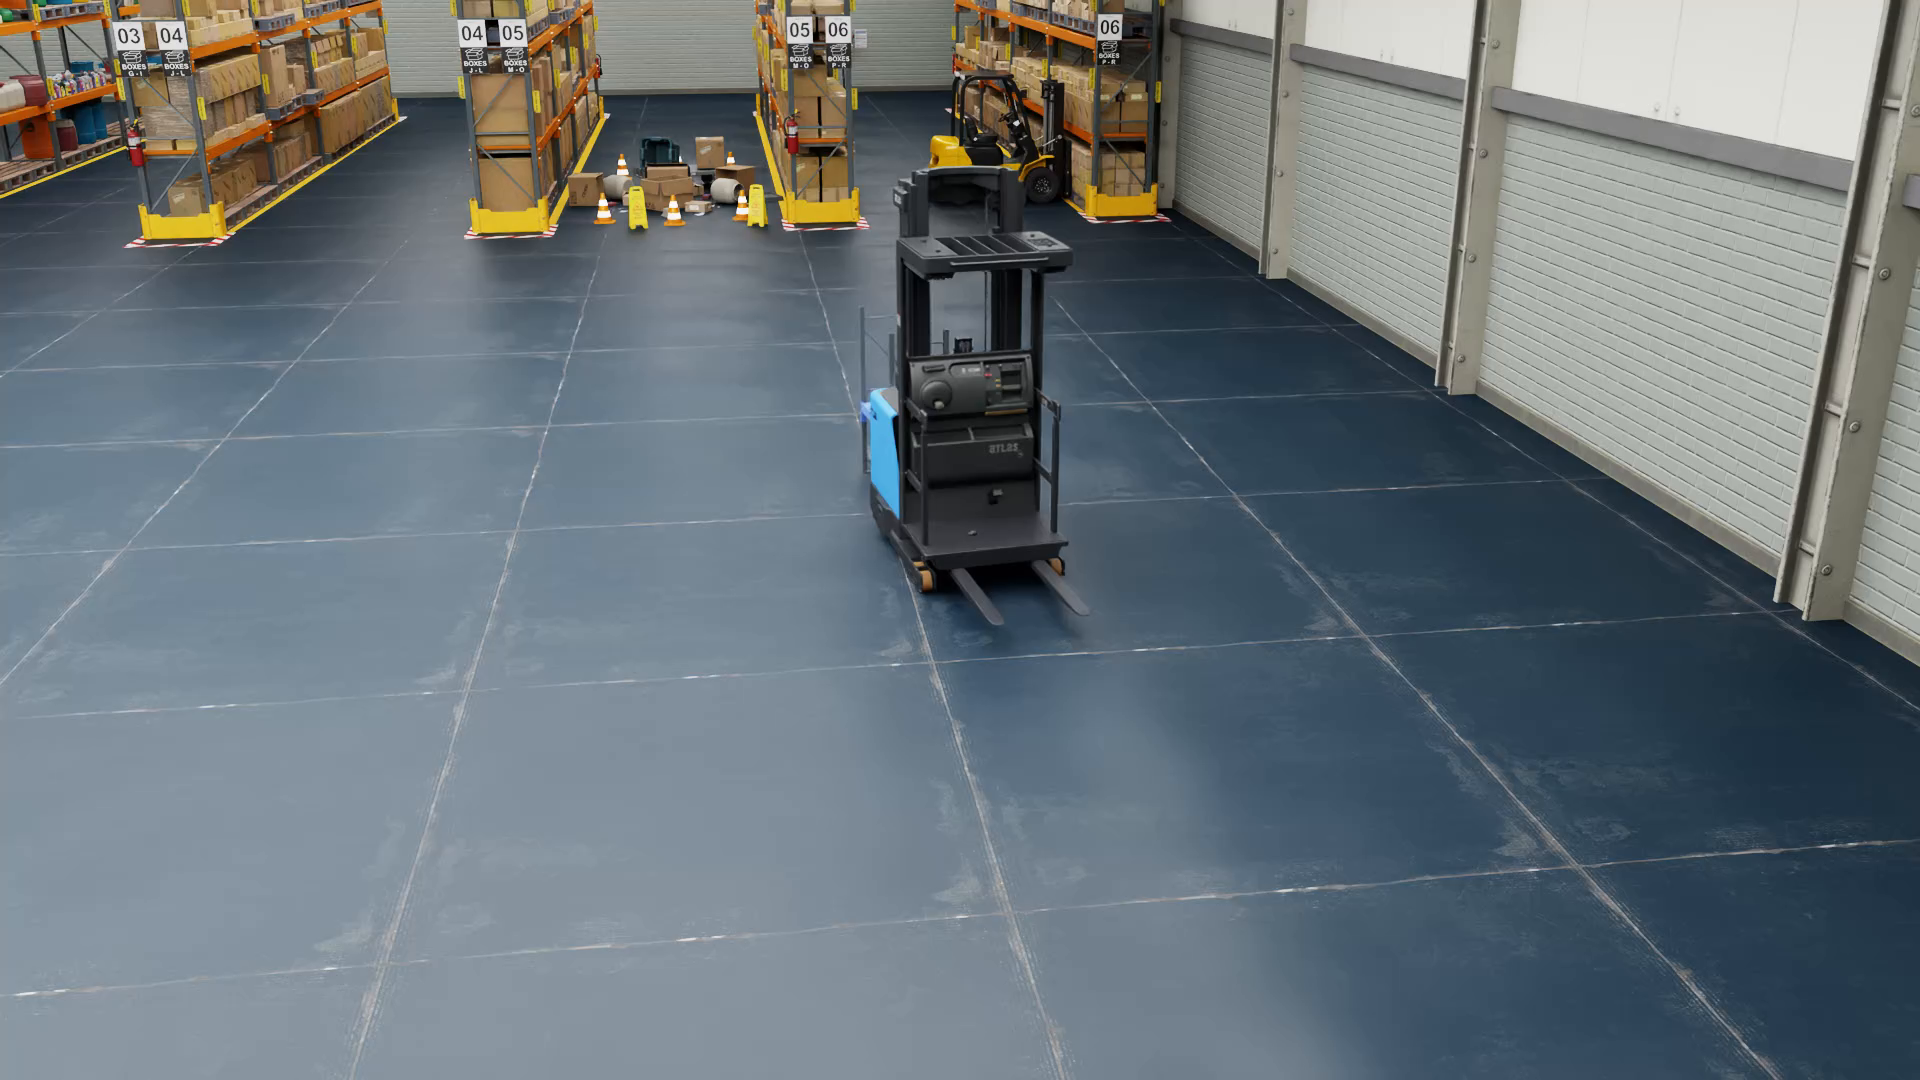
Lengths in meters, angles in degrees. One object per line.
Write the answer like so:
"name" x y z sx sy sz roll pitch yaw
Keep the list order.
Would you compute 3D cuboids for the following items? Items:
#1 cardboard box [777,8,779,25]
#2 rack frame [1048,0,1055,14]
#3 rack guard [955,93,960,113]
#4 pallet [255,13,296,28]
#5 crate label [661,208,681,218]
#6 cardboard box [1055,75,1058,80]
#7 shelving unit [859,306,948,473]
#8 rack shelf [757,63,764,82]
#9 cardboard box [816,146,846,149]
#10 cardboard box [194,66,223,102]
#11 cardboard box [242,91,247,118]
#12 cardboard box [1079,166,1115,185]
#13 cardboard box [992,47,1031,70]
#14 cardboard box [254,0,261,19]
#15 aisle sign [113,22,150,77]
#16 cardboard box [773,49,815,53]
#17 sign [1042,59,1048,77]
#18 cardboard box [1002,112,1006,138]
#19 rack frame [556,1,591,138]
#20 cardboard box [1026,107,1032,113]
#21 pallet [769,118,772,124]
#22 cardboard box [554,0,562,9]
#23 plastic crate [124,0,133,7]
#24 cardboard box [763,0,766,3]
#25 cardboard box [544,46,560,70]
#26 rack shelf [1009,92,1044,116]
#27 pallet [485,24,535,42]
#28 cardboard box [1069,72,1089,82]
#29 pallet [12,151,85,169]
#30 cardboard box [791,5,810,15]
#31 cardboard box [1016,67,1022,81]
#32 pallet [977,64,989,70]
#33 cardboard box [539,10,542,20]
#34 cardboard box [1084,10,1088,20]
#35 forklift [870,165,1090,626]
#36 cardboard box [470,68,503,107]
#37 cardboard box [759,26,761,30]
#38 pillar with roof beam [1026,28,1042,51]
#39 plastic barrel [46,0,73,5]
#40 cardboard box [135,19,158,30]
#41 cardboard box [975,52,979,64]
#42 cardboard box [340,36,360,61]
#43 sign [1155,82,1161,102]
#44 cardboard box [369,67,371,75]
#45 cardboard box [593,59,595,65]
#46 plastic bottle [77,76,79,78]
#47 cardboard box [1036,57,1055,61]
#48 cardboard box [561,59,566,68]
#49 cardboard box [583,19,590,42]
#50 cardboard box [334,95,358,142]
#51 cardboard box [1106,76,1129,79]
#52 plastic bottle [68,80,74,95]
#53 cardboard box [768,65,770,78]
"cardboard box" -2.867 -8.946 28.383 0.500 0.250 0.500 -3 21 -7
"rack frame" 2.109 -11.052 29.945 1.000 3.000 0.127 -3 21 -8
"rack guard" 0.390 -11.199 42.486 1.175 0.500 0.348 -3 21 -8
"pallet" -12.745 -9.385 30.039 1.213 0.211 1.003 -3 21 -8
"crate label" -4.789 -5.443 27.594 0.250 0.136 0.298 -15 25 -35
"cardboard box" 1.933 -8.379 30.293 0.380 0.149 0.250 -2 21 -6
"shelving unit" -0.484 -1.158 14.172 0.538 1.500 1.048 -6 21 -16
"rack shelf" -4.244 -11.115 39.717 1.077 0.370 4.000 -3 21 -8
"cardboard box" -2.217 -6.521 28.647 0.500 0.500 0.500 -3 21 -7
"cardboard box" -11.907 -7.137 26.042 0.500 0.500 0.500 -3 21 -8
"cardboard box" -12.568 -7.342 28.020 0.875 0.500 0.500 -3 21 -8
"cardboard box" 2.306 -6.152 28.016 0.500 0.250 0.500 -3 21 -8
"cardboard box" 1.114 -10.427 36.100 0.797 0.503 0.637 -3 21 -9
"cardboard box" -12.579 -9.308 28.816 0.797 0.503 0.637 -4 21 -10
"aisle sign" -12.321 -7.286 24.722 0.394 0.787 0.004 -3 21 -8
"cardboard box" -2.954 -8.481 29.640 0.700 0.500 0.500 -3 21 -8
"sign" 1.573 -8.716 30.724 0.100 0.325 0.005 -3 21 -8
"cardboard box" 1.197 -8.962 35.895 0.500 0.500 0.500 -3 21 -9
"rack frame" -8.840 -10.475 36.975 1.000 3.000 0.127 -3 21 -8
"cardboard box" 1.638 -9.328 35.949 0.380 0.149 0.250 -3 21 -7
"pallet" -3.988 -9.721 38.941 1.003 0.211 1.213 -3 21 -8
"cardboard box" -7.735 -10.198 31.060 0.500 0.500 0.500 -3 21 -8
"plastic crate" -18.697 -11.974 37.077 0.437 0.136 0.530 -3 21 -8
"cardboard box" -3.710 -11.357 34.305 0.700 0.500 0.500 -4 21 -10
"cardboard box" -8.134 -9.274 32.188 0.700 0.500 0.500 -3 21 -9
"rack shelf" 1.820 -8.597 32.975 1.077 0.370 4.000 -3 21 -8
"pallet" -7.227 -7.940 26.028 1.003 0.211 1.213 -3 21 -8
"cardboard box" 2.125 -8.164 29.293 0.380 0.149 0.250 -3 21 -8
"pallet" -18.242 -7.590 33.235 1.003 0.211 1.213 -3 21 -8
"cardboard box" -2.567 -8.368 26.266 0.380 0.149 0.250 -3 21 -7
"cardboard box" 1.425 -9.451 33.733 0.500 0.250 0.500 -2 21 -6
"pallet" 0.963 -10.639 37.689 1.003 0.211 1.213 -3 21 -8
"cardboard box" -7.132 -8.685 27.512 0.380 0.149 0.250 -3 21 -8
"cardboard box" 2.265 -8.659 27.442 0.380 0.149 0.250 -4 21 -9
"forklift" 0.148 -1.138 12.074 1.130 2.935 3.031 -6 21 -15
"cardboard box" -7.296 -7.213 26.482 0.875 0.550 0.550 -3 21 -8
"cardboard box" -4.362 -11.600 38.416 0.500 0.500 0.500 -3 21 -9
"pillar with roof beam" -2.513 -13.891 37.547 9.100 9.000 0.400 -3 21 -8
"plastic barrel" -18.266 -11.264 33.483 0.600 0.901 0.708 -3 21 -8
"cardboard box" -12.303 -7.803 25.179 0.380 0.149 0.250 -4 21 -10
"cardboard box" 0.641 -11.244 38.824 0.500 0.250 0.500 -2 21 -6
"cardboard box" -13.578 -10.859 36.720 0.500 0.500 0.500 -3 21 -8
"sign" 3.235 -7.325 27.191 0.100 0.325 0.005 -3 21 -8
"cardboard box" -13.663 -10.710 37.964 0.380 0.149 0.250 -3 21 -7
"cardboard box" -9.090 -11.644 40.463 0.380 0.149 0.250 -3 21 -8
"plastic bottle" -18.263 -9.469 34.466 0.097 0.271 0.097 0 20 0
"cardboard box" 1.779 -9.875 34.298 0.380 0.149 0.250 -2 21 -6
"cardboard box" -8.139 -9.619 33.592 0.380 0.149 0.250 -3 21 -8
"cardboard box" -8.868 -11.831 38.608 0.500 0.500 0.500 -4 21 -10
"cardboard box" -13.521 -8.931 35.278 1.225 0.875 0.875 -4 21 -10
"cardboard box" 2.708 -7.833 28.406 0.380 0.149 0.250 -2 21 -6
"plastic bottle" -17.951 -9.139 33.565 0.061 0.283 0.133 -3 21 -8
"cardboard box" -3.701 -9.694 34.383 0.500 0.250 0.500 -3 21 -8
